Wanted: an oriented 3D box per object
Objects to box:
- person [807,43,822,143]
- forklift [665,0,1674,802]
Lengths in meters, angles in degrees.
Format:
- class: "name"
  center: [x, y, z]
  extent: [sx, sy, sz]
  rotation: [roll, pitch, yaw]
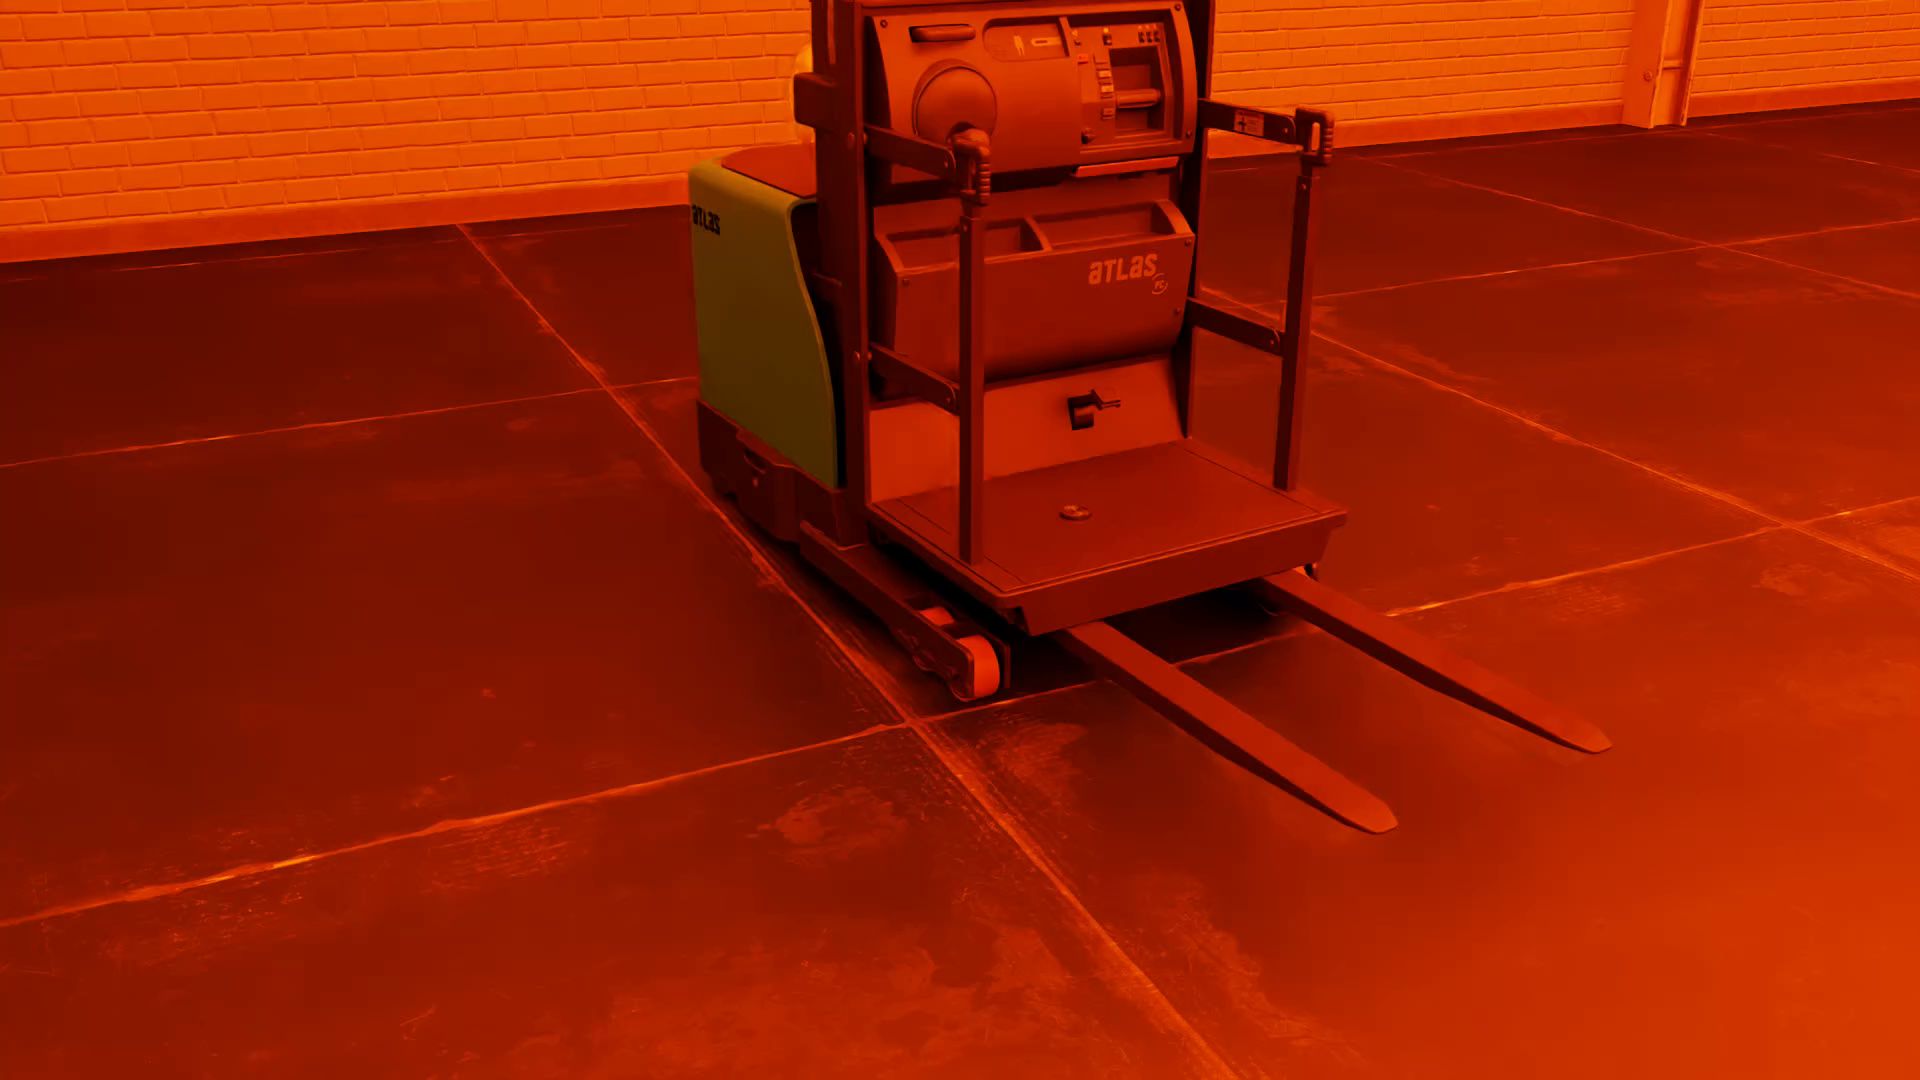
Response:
- class: "person"
  center: [-0.181, -1.289, 6.123]
  extent: [0.701, 1.620, 0.903]
  rotation: [-8, 24, -18]
- class: "forklift"
  center: [0.386, -1.170, 4.103]
  extent: [1.130, 2.935, 3.031]
  rotation: [-17, 28, -35]
